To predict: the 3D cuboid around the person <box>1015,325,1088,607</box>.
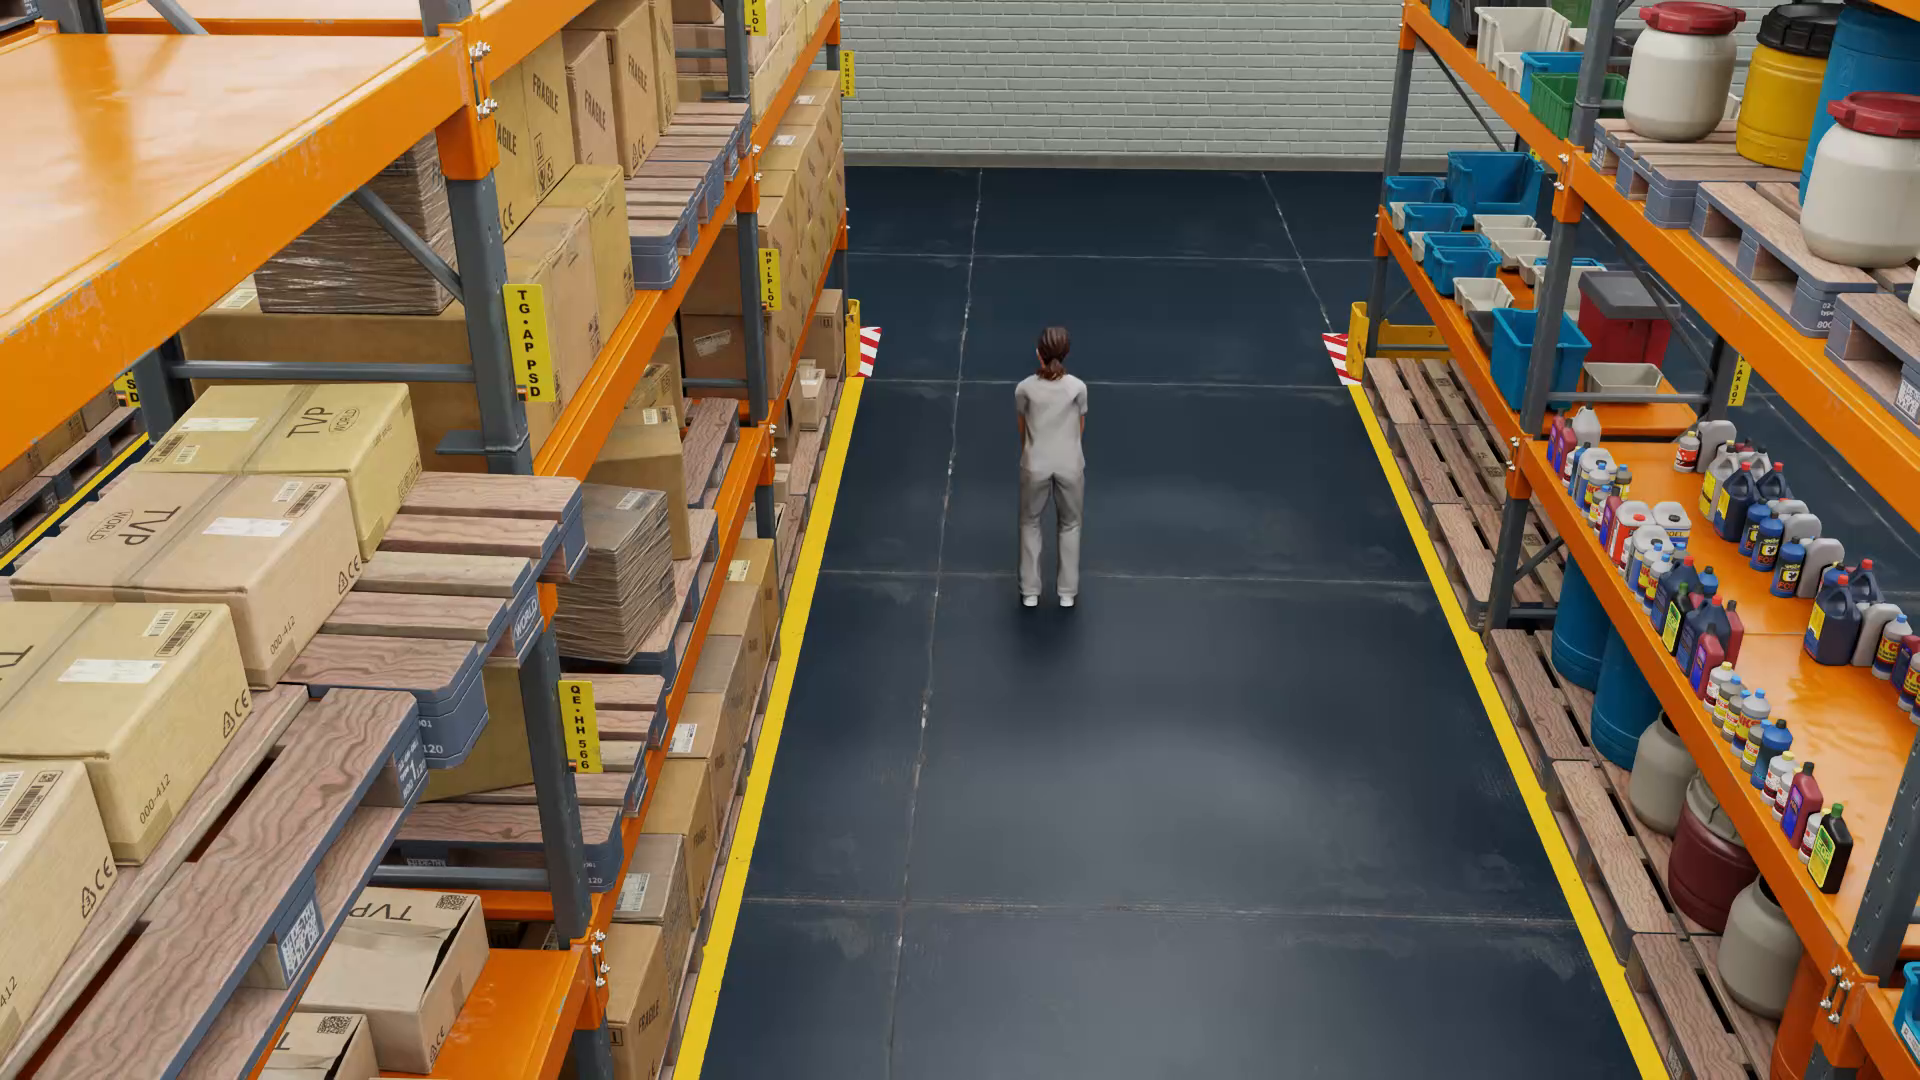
[{"bbox_3d":[0.510,-0.439,9.464,0.410,1.664,0.514,0,28,1],"label":"person"}]
